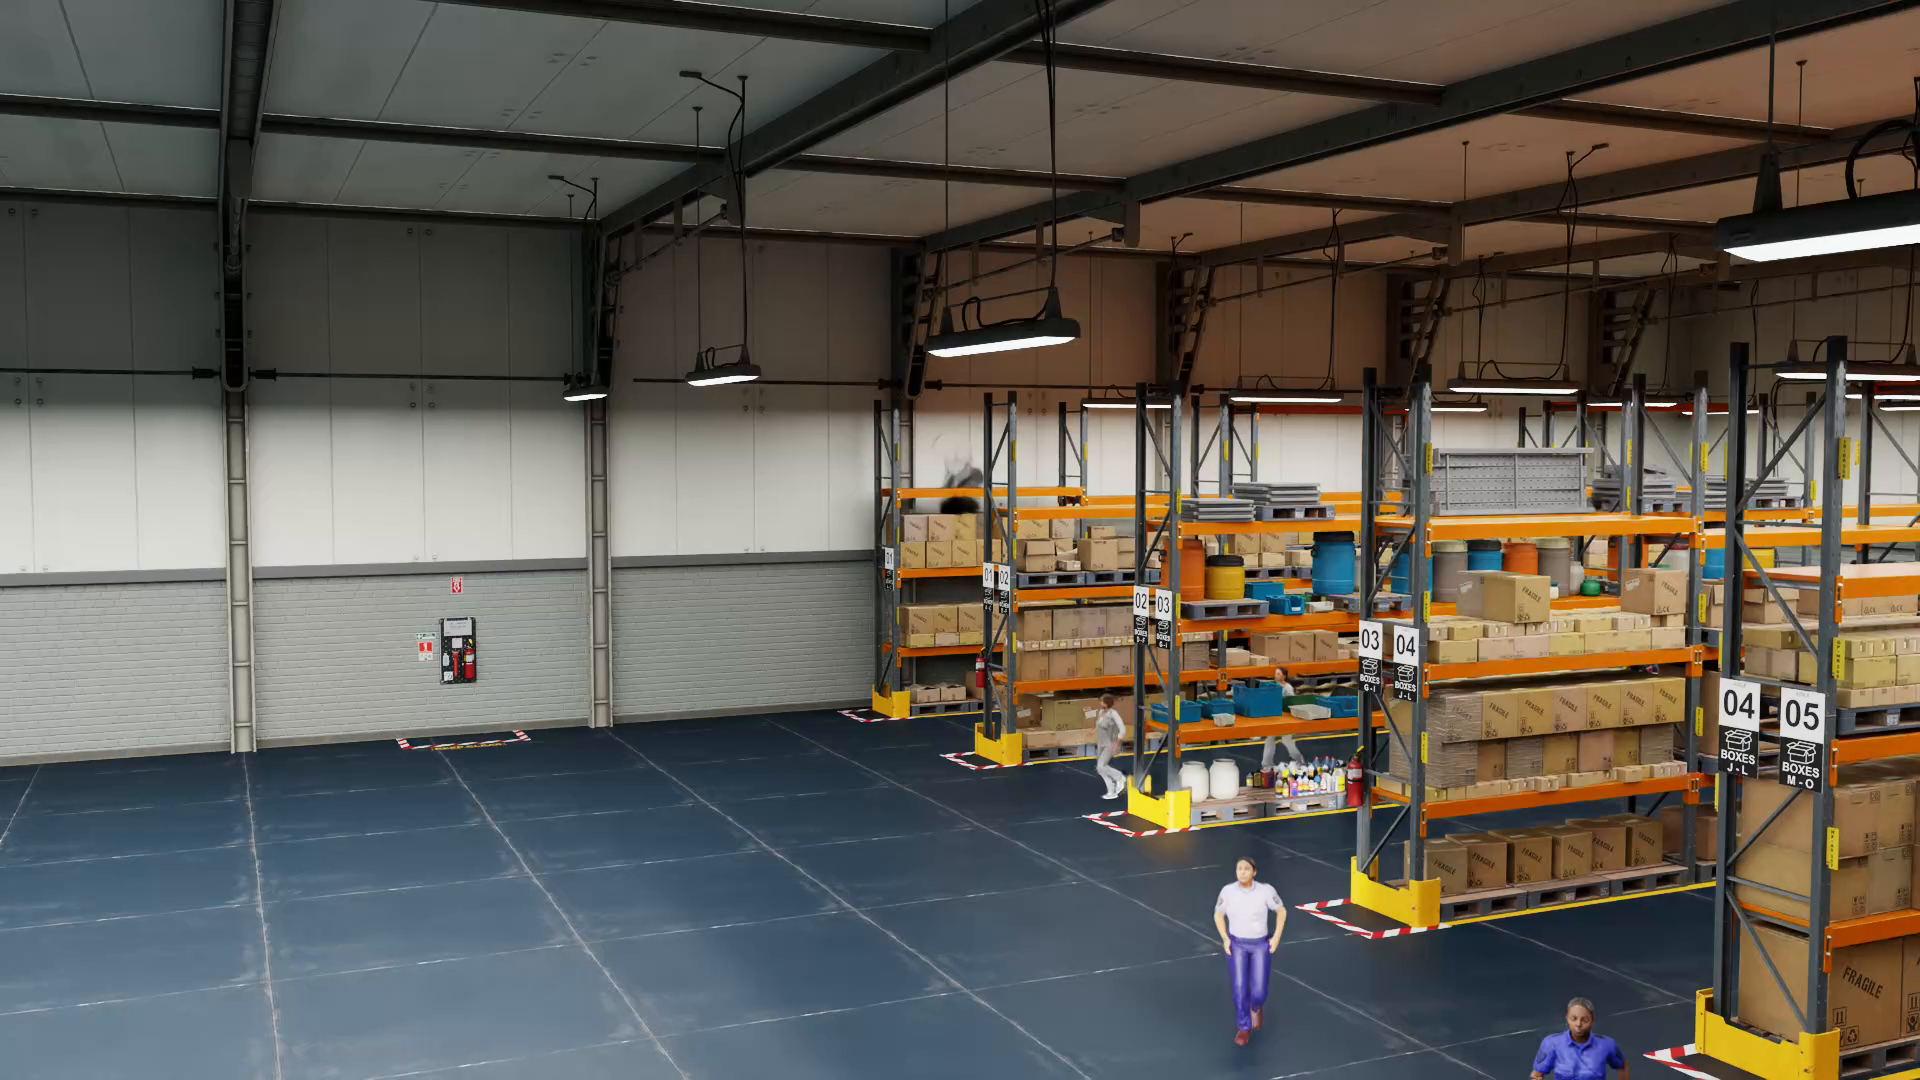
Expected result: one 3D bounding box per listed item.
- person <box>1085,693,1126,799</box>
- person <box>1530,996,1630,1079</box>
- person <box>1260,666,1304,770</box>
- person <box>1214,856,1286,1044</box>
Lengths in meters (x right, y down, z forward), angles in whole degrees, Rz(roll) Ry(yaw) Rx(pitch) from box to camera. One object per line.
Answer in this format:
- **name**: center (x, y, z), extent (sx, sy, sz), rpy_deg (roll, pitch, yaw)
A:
- **person**: center (2.104, 2.993, 24.099), extent (0.526, 1.541, 0.565), rpy_deg (-2, 4, -28)
- **person**: center (3.928, 3.721, 10.554), extent (0.593, 1.698, 0.814), rpy_deg (1, 4, 21)
- **person**: center (5.006, 2.798, 25.900), extent (0.882, 1.680, 0.568), rpy_deg (-2, 4, -35)
- **person**: center (2.487, 3.534, 14.344), extent (0.611, 1.613, 0.517), rpy_deg (1, 3, 16)
